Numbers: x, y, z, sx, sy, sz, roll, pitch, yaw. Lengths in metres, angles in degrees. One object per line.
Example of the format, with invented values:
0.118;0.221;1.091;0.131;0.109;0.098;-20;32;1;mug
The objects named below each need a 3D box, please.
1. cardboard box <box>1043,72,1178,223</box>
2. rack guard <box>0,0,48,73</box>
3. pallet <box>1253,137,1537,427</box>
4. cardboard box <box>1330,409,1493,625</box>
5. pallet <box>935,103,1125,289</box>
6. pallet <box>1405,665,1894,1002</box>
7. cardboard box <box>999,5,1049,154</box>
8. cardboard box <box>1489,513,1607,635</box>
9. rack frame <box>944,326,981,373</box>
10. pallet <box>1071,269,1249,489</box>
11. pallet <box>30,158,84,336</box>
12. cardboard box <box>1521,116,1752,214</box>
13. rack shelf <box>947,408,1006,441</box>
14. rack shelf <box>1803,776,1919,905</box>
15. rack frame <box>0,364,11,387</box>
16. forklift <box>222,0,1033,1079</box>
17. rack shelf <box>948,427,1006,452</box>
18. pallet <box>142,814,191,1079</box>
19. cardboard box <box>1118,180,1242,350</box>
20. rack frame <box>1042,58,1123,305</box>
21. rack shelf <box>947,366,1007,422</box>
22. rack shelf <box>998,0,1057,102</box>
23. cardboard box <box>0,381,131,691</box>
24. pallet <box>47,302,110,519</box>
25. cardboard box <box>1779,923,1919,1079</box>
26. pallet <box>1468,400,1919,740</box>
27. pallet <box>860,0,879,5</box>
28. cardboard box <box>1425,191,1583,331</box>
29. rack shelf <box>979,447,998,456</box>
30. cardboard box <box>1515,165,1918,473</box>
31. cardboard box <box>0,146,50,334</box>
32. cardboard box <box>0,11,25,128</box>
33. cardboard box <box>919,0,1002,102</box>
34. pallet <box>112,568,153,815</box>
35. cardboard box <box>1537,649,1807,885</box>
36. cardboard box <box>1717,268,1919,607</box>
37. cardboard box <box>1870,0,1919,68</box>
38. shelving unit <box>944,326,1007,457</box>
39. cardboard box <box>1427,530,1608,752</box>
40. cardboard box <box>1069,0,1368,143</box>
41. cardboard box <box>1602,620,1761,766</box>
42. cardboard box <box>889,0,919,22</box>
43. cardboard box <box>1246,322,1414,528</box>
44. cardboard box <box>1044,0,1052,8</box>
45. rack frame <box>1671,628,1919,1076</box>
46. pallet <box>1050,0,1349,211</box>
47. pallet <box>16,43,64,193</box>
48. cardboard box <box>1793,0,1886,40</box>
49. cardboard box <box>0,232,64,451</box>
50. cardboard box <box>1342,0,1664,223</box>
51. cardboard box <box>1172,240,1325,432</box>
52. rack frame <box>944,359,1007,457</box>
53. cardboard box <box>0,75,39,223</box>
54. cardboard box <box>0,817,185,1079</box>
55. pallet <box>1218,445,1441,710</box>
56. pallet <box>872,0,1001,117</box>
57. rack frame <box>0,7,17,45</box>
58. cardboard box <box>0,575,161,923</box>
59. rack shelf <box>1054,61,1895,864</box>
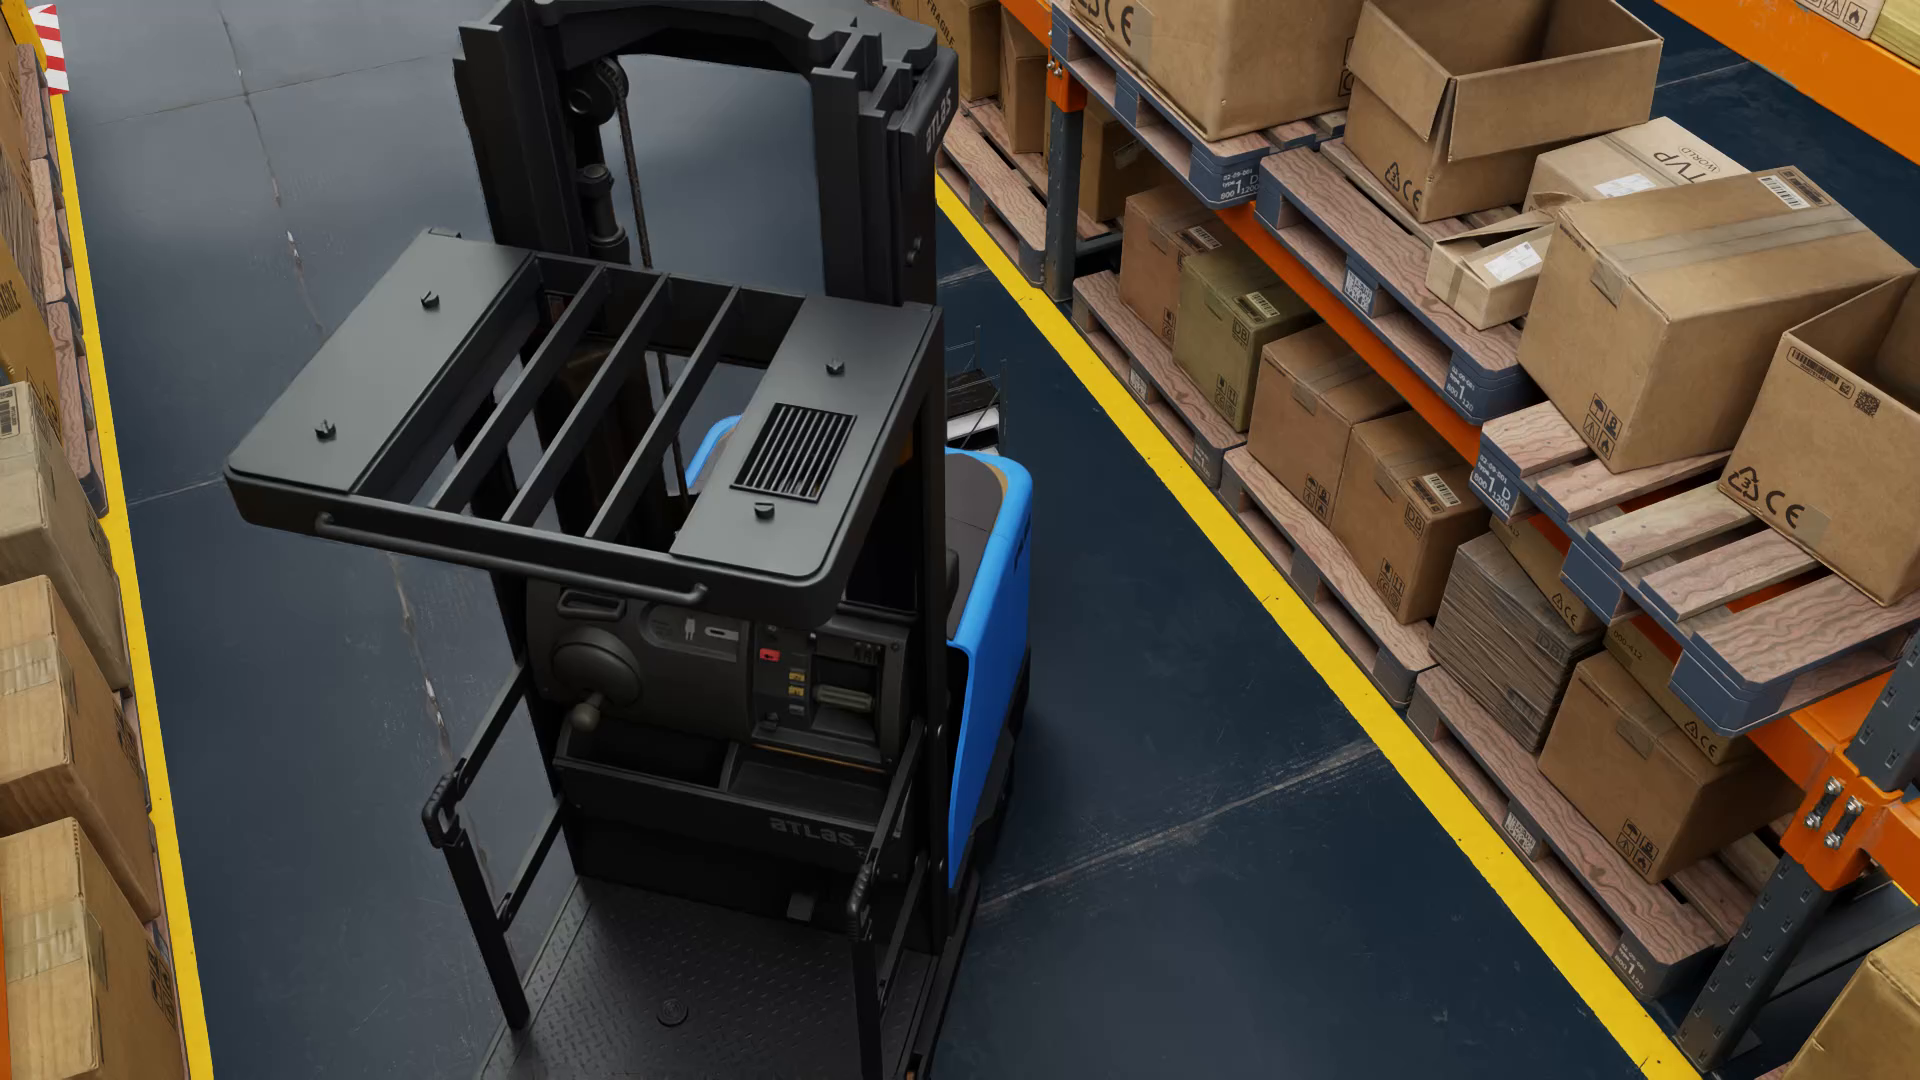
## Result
0.714;-1.812;7.432;0.500;0.500;0.500;-19;48;-19;cardboard box
-5.389;-2.560;8.489;1.175;0.500;0.348;-18;47;-17;rack guard
1.659;-0.918;5.181;1.003;0.211;1.213;-18;47;-17;pallet
1.739;-0.134;5.716;0.700;0.500;0.500;-14;46;-14;cardboard box
0.532;-1.711;7.834;1.003;0.211;1.213;-18;47;-17;pallet
2.201;0.757;5.332;1.003;0.211;1.213;-18;47;-17;pallet
0.467;-2.175;7.800;0.500;0.500;0.500;-5;45;-5;cardboard box
1.987;-0.024;5.071;0.500;0.250;0.500;-13;46;-13;cardboard box
-0.039;-0.380;5.994;0.240;0.900;0.006;-18;47;-17;rack frame
1.175;-0.798;6.908;1.003;0.211;1.213;-18;47;-17;pallet
-4.462;-1.179;7.295;1.003;0.211;1.213;-18;47;-17;pallet
2.032;-0.969;4.904;0.500;0.250;0.500;-19;48;-19;cardboard box
0.003;-0.420;5.826;0.258;0.077;0.200;-18;47;-17;rack shelf
3.369;1.794;2.809;1.077;0.370;4.000;-18;47;-17;rack shelf
-3.697;-0.886;5.012;1.000;3.000;0.127;-18;47;-17;rack frame
-0.631;0.401;3.756;1.130;2.935;3.031;10;46;10;forklift
0.003;-0.355;5.889;0.258;0.077;0.200;-18;47;-17;rack shelf
-2.787;1.355;4.726;1.003;0.211;1.213;-18;47;-17;pallet
1.085;-1.155;6.752;0.700;0.500;0.500;-22;49;-20;cardboard box
0.846;-2.286;6.431;1.000;3.000;0.127;-18;47;-17;rack frame
0.003;-0.484;5.762;0.258;0.077;0.200;-18;47;-17;rack shelf
0.005;-3.304;7.976;1.077;0.370;4.000;-18;47;-17;rack shelf
-3.354;0.135;5.281;1.050;0.750;0.750;-18;47;-18;cardboard box
-3.945;-0.401;6.506;1.003;0.211;1.213;-18;47;-17;pallet
2.799;1.316;3.995;1.225;0.875;0.875;-20;48;-19;cardboard box
2.132;-0.091;4.344;1.213;0.211;1.003;-18;47;-17;pallet
-0.494;-3.266;9.410;1.003;0.211;1.213;-18;47;-17;pallet
1.582;-0.822;4.744;0.396;0.266;0.258;-19;48;-19;cardboard box
0.003;-0.291;5.952;0.258;0.077;0.200;-18;47;-17;rack shelf
1.939;-0.581;4.333;0.700;0.500;0.500;-12;46;-12;cardboard box
-4.280;-1.274;6.619;0.875;0.875;0.875;-18;47;-17;cardboard box
-5.033;-2.415;7.776;0.875;0.875;0.875;-18;47;-17;cardboard box
0.134;-2.548;8.177;0.500;0.500;0.500;-22;49;-21;cardboard box
-3.304;0.576;5.516;1.003;0.211;1.213;-18;47;-17;pallet
2.228;0.575;4.998;0.700;0.500;0.500;-20;48;-19;cardboard box
2.265;-0.254;4.002;0.500;0.500;0.500;-24;49;-22;cardboard box
2.106;-0.982;3.081;0.500;0.250;0.500;-18;47;-17;cardboard box
0.003;-0.315;5.929;0.258;0.900;0.210;-18;47;-17;shelving unit
1.983;0.225;5.352;0.700;0.500;0.500;-22;49;-21;cardboard box
1.053;-2.101;5.518;1.000;1.000;1.000;-18;47;-17;cardboard box
2.219;0.311;4.732;0.500;0.250;0.500;-16;47;-16;cardboard box
-0.060;-2.917;8.551;0.500;0.500;0.500;-14;46;-14;cardboard box
1.504;-0.489;6.077;0.700;0.500;0.500;-22;49;-21;cardboard box
0.489;-2.247;6.570;0.380;0.149;0.250;-18;47;-17;cardboard box
2.528;0.263;3.848;1.000;3.000;0.127;-18;47;-17;rack frame
1.036;-1.688;5.961;1.003;0.211;1.213;-18;47;-17;pallet
-4.971;-1.956;8.082;1.003;0.211;1.213;-18;47;-17;pallet
1.885;-1.294;3.397;0.500;0.250;0.500;-18;47;-18;cardboard box
-3.897;-0.700;6.038;0.875;0.875;0.875;-17;47;-17;cardboard box
1.659;-1.395;5.155;0.797;0.503;0.637;-14;46;-13;cardboard box
1.268;-0.846;6.438;0.700;0.500;0.500;-18;47;-18;cardboard box
0.046;-0.250;5.863;0.240;0.900;0.006;-18;47;-17;rack frame
-4.661;-1.855;7.208;0.875;0.875;0.875;-19;48;-18;cardboard box
-2.560;1.344;4.055;1.050;0.750;0.750;-17;47;-17;cardboard box
1.692;-0.019;6.119;1.003;0.211;1.213;-18;47;-17;pallet
0.015;-2.490;8.623;1.003;0.211;1.213;-18;47;-17;pallet
-5.378;-3.435;7.595;1.000;3.000;0.127;-18;47;-17;rack frame
-2.952;0.751;4.656;1.050;0.750;0.750;-18;47;-17;cardboard box
1.687;-0.755;5.392;1.077;0.370;4.000;-18;47;-17;rack shelf
